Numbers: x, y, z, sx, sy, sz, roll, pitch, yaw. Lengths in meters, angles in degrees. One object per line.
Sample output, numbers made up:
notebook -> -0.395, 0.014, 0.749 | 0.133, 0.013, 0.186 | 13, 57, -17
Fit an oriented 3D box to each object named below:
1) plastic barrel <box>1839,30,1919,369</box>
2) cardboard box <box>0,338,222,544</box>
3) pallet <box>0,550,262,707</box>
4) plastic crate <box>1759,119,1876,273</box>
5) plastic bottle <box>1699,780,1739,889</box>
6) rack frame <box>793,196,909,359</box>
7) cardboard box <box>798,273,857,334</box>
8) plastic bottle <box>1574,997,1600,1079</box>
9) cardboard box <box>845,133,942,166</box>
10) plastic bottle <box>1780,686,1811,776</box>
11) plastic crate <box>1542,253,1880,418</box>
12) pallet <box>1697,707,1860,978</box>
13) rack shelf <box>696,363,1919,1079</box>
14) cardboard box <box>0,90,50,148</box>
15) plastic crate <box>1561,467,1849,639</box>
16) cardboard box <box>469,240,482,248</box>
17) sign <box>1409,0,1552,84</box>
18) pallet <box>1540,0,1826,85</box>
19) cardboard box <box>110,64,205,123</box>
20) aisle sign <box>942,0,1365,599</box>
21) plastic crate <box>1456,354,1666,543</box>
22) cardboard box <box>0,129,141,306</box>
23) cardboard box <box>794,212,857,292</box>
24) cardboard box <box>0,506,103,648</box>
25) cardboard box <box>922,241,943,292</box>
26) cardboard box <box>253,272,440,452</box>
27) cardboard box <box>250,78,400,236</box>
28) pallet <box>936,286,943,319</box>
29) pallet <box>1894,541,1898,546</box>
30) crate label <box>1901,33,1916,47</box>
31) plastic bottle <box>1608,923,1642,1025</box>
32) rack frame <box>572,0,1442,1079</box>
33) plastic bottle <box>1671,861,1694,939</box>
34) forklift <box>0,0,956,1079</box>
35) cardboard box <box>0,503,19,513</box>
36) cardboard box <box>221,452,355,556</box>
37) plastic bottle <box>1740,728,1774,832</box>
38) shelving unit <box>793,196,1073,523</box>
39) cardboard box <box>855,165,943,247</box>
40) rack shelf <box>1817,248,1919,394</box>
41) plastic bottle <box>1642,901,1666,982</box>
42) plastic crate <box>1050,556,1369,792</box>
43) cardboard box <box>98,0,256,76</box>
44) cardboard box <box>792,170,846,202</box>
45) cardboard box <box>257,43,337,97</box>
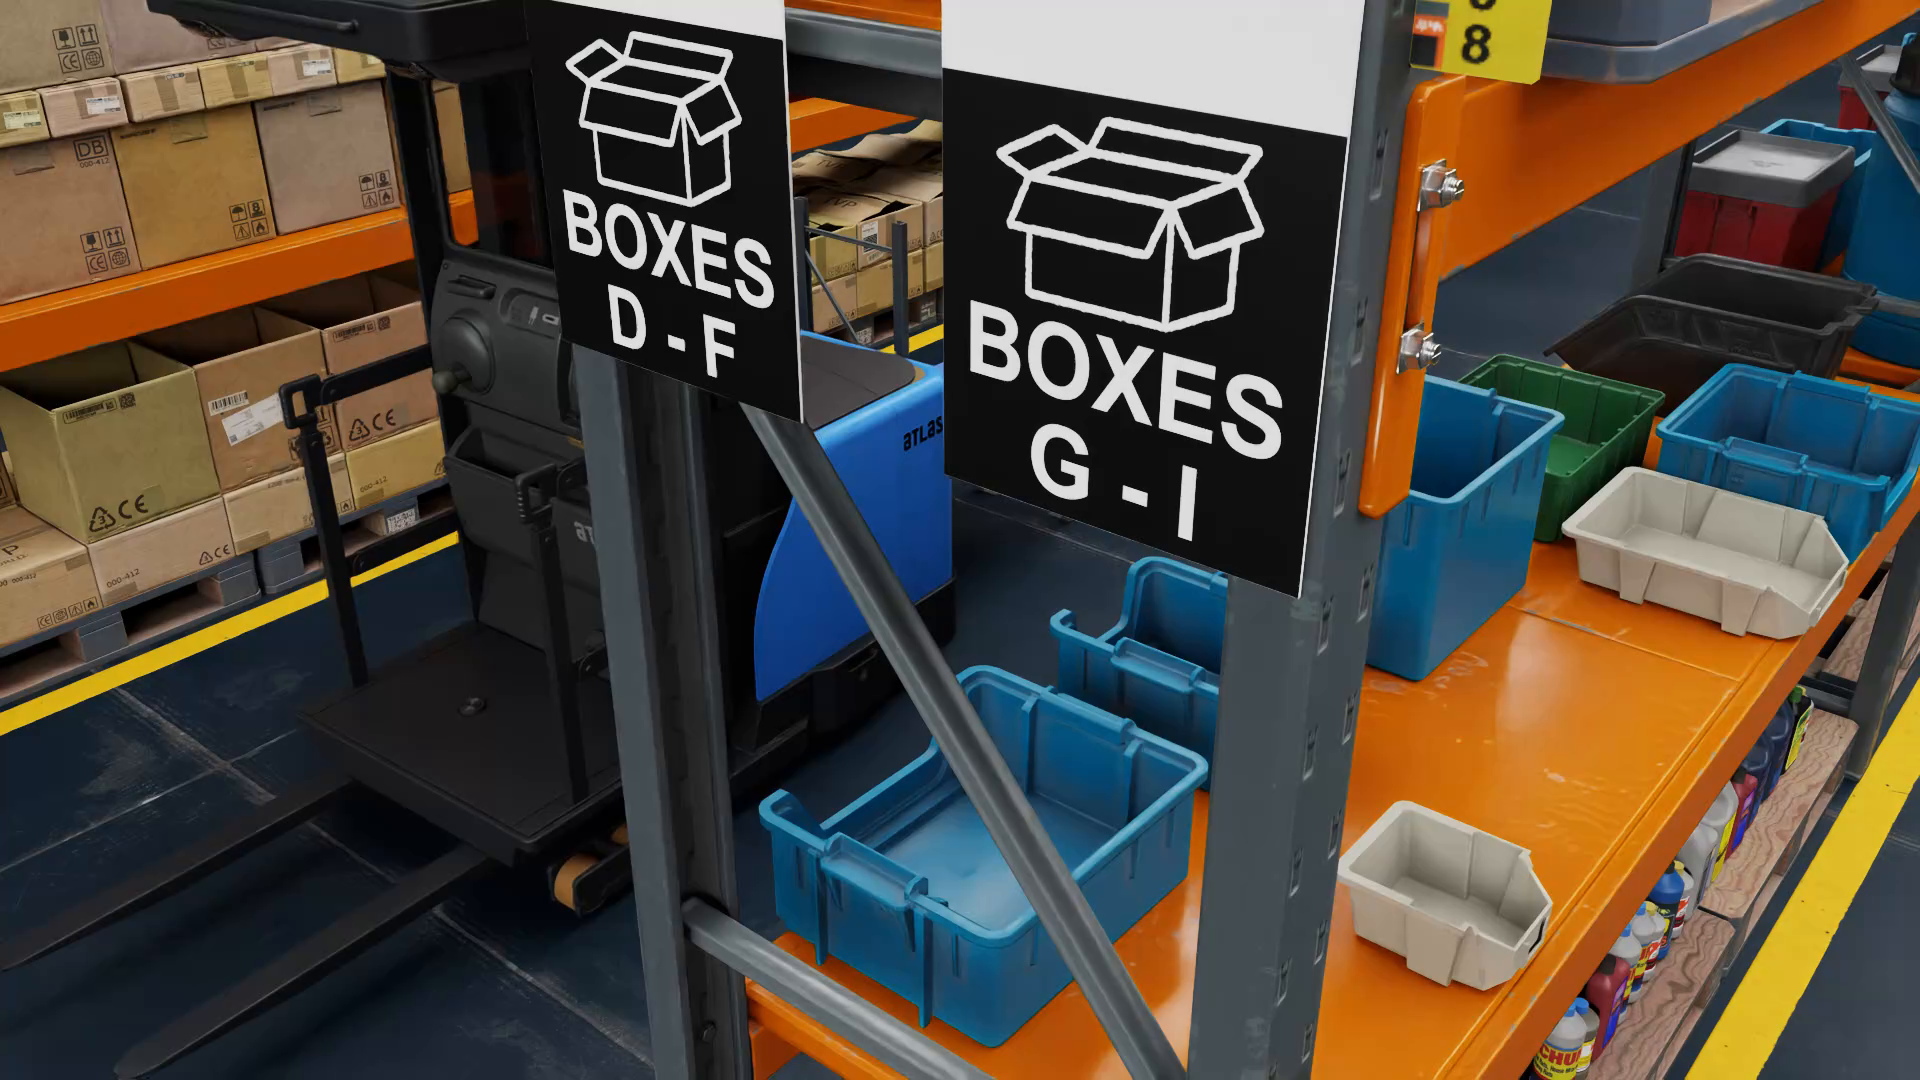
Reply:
plastic barrel -> 2.981, -1.004, 4.880 | 0.600, 0.901, 0.708 | 21, 34, 34
cardboard box -> -3.033, -0.365, 5.909 | 0.500, 0.500, 0.500 | 21, 34, 34
pallet -> -3.409, 0.192, 6.149 | 1.003, 0.211, 1.213 | 21, 34, 34
plastic crate -> 2.963, -1.207, 5.837 | 0.392, 0.384, 0.575 | 21, 34, 34
plastic bottle -> 1.987, 0.744, 4.452 | 0.144, 0.351, 0.185 | 21, 34, 34
rack frame -> -0.378, -0.456, 5.999 | 0.500, 1.500, 0.032 | 21, 34, 34
cardboard box -> -0.871, -1.217, 8.374 | 0.500, 0.250, 0.500 | 20, 33, 33
plastic bottle -> 1.417, 1.145, 3.839 | 0.097, 0.201, 0.097 | 0, 27, 0
cardboard box -> -0.314, -2.163, 9.591 | 0.500, 0.311, 0.500 | 20, 34, 34
plastic bottle -> 2.450, 0.546, 4.908 | 0.061, 0.283, 0.133 | 23, 35, 37
plastic crate -> 2.070, -0.556, 4.629 | 0.767, 0.338, 0.504 | 21, 34, 34
pallet -> 2.042, 0.732, 5.105 | 1.003, 0.211, 1.213 | 21, 34, 34
rack shelf -> 1.229, 0.296, 3.696 | 1.077, 0.370, 4.000 | 21, 34, 34
cardboard box -> -3.121, -1.354, 5.289 | 0.380, 0.149, 0.250 | 21, 34, 35
plastic crate -> 1.664, 0.034, 3.706 | 0.530, 0.136, 0.437 | 21, 34, 34
cardboard box -> -1.772, -1.078, 7.288 | 0.500, 0.500, 0.500 | 21, 34, 34
sign -> 0.379, -0.488, 1.155 | 0.100, 0.325, 0.005 | 21, 34, 34
pallet -> 0.559, -0.827, 2.026 | 1.003, 0.211, 1.213 | 21, 34, 34
cardboard box -> -2.792, -1.538, 5.645 | 0.380, 0.149, 0.250 | 19, 33, 33
aisle sign -> 0.137, -0.358, 1.348 | 0.394, 0.787, 0.004 | 21, 34, 34
plastic crate -> 1.420, -0.240, 4.179 | 0.450, 0.188, 0.662 | 21, 34, 34
cardboard box -> -3.226, -1.157, 5.613 | 0.700, 0.500, 0.500 | 22, 34, 36
cardboard box -> -0.863, -1.470, 8.251 | 0.500, 0.311, 0.500 | 21, 34, 35
cardboard box -> -3.350, 0.146, 5.738 | 0.500, 0.250, 0.500 | 21, 34, 34
cardboard box -> -0.217, -1.583, 9.080 | 0.500, 0.250, 0.500 | 20, 33, 33
cardboard box -> -2.394, -0.718, 6.592 | 0.500, 0.500, 0.500 | 21, 34, 34
cardboard box -> -2.573, -1.519, 6.313 | 0.700, 0.500, 0.500 | 22, 35, 36
pallet -> -0.104, -1.650, 9.710 | 1.003, 0.211, 1.213 | 21, 34, 34
pallet -> 3.747, -0.218, 6.942 | 1.003, 0.211, 1.213 | 21, 34, 34
crate label -> 4.205, -1.893, 7.107 | 0.502, 0.435, 0.616 | 21, 34, 34
plastic bottle -> 1.569, 1.029, 3.987 | 0.097, 0.271, 0.097 | 0, 27, 0
rack frame -> -0.040, 0.687, 2.158 | 0.949, 2.616, 0.053 | 21, 34, 34
plastic bottle -> 1.826, 0.916, 4.281 | 0.097, 0.201, 0.097 | 0, 27, 0
forklift -> -1.295, -0.501, 4.529 | 1.130, 2.935, 3.031 | 19, 33, 32
cardboard box -> -3.750, -0.005, 6.031 | 0.500, 0.250, 0.500 | 21, 34, 34
cardboard box -> -2.716, -0.209, 6.425 | 0.500, 0.250, 0.500 | 21, 34, 34
plastic bottle -> 2.192, 0.629, 4.673 | 0.144, 0.351, 0.185 | 19, 33, 32
shelving unit -> -0.054, -0.636, 6.347 | 0.538, 1.500, 1.048 | 21, 34, 34
cardboard box -> -0.213, -1.829, 8.947 | 0.500, 0.311, 0.500 | 19, 33, 33
rack shelf -> 3.773, -1.122, 6.437 | 1.077, 0.370, 4.000 | 21, 34, 34
plastic bottle -> 1.695, 0.989, 4.140 | 0.097, 0.201, 0.097 | 0, 27, 0
plastic crate -> 0.462, 0.258, 3.148 | 0.499, 0.251, 0.408 | 21, 34, 34
cardboard box -> -2.872, -1.931, 5.698 | 0.700, 0.500, 0.500 | 21, 34, 35
cardboard box -> -0.956, -1.809, 8.908 | 0.500, 0.311, 0.500 | 22, 34, 36
cardboard box -> -2.469, -1.717, 5.989 | 0.380, 0.149, 0.250 | 21, 34, 35
